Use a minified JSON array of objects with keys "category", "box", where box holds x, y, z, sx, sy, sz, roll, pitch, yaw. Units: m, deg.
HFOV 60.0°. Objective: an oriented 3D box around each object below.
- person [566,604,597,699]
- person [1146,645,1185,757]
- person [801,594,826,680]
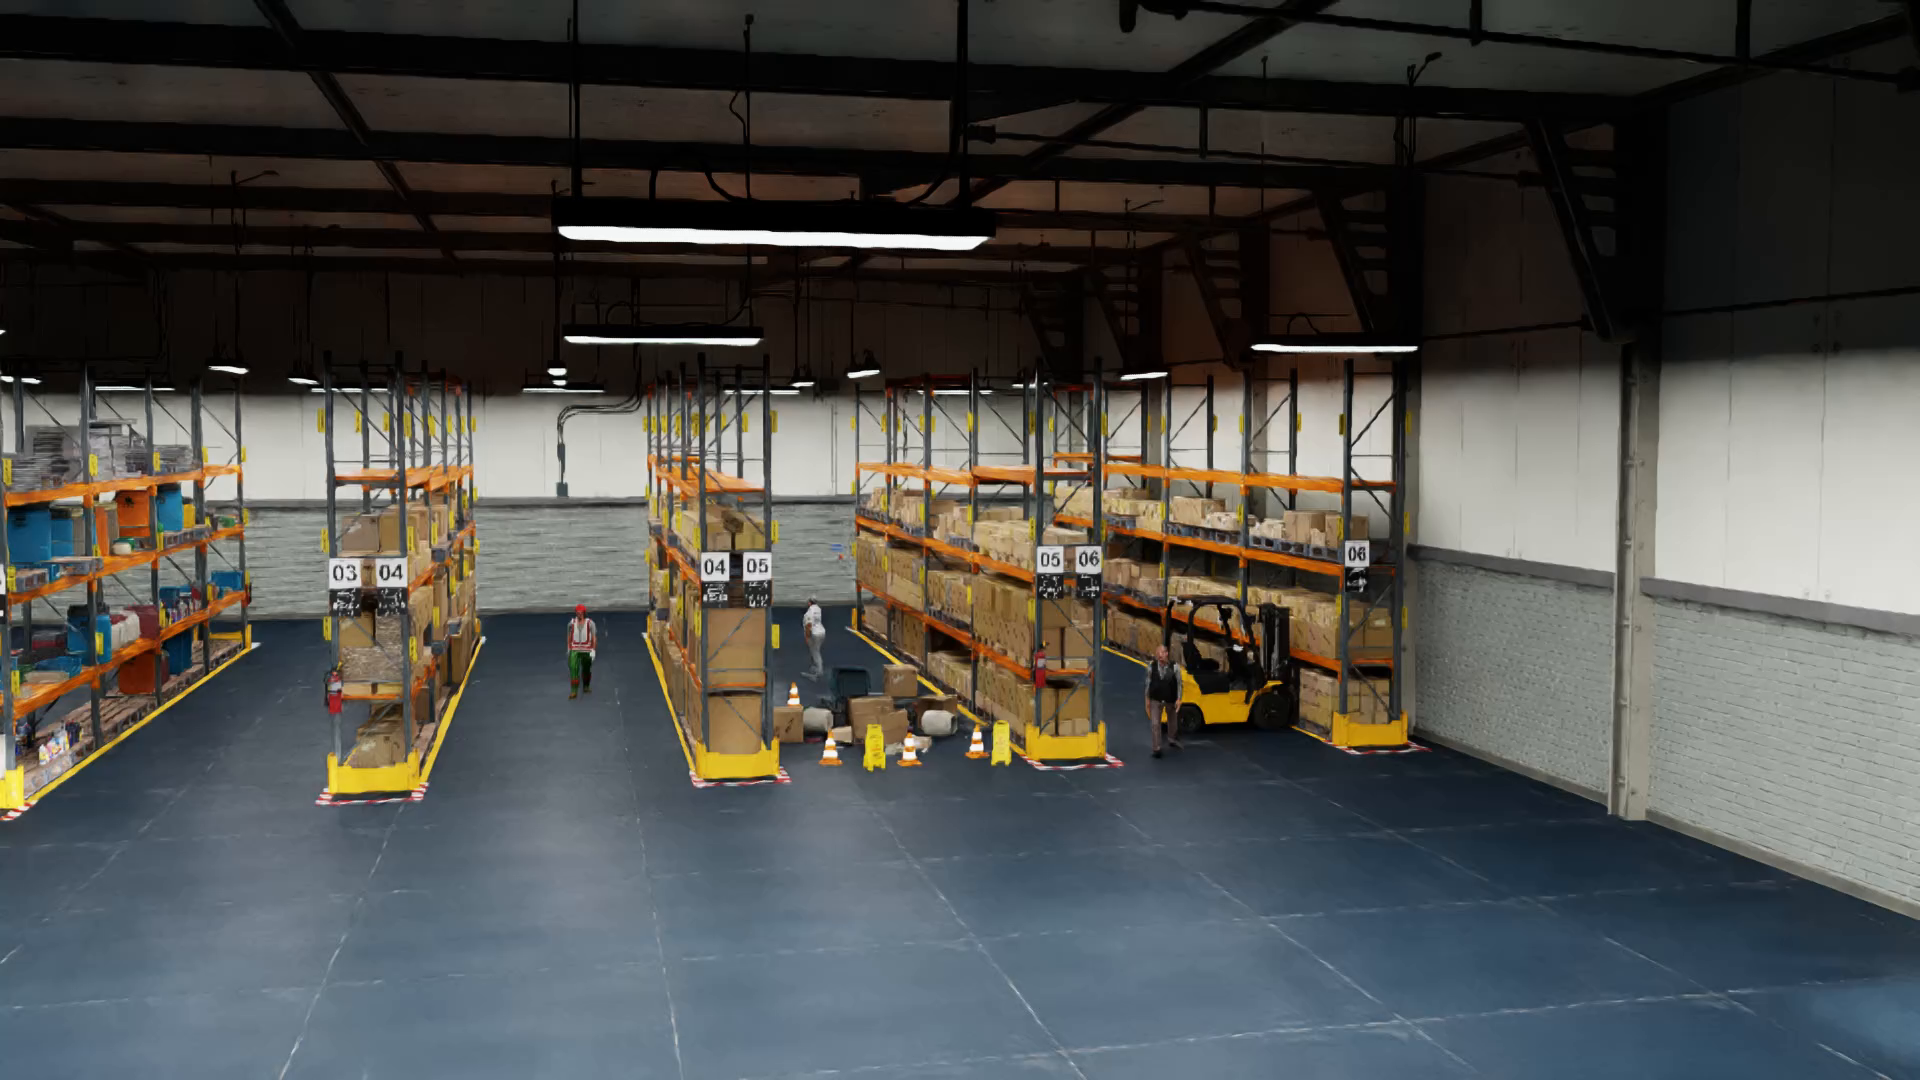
[{"category":"person","box":[-6.936,2.009,30.462,0.556,1.704,1.120,-1,4,-11]},{"category":"person","box":[3.097,2.417,25.127,0.577,1.694,0.903,1,4,10]},{"category":"person","box":[-2.900,1.890,32.667,0.556,1.659,0.597,1,4,16]}]
